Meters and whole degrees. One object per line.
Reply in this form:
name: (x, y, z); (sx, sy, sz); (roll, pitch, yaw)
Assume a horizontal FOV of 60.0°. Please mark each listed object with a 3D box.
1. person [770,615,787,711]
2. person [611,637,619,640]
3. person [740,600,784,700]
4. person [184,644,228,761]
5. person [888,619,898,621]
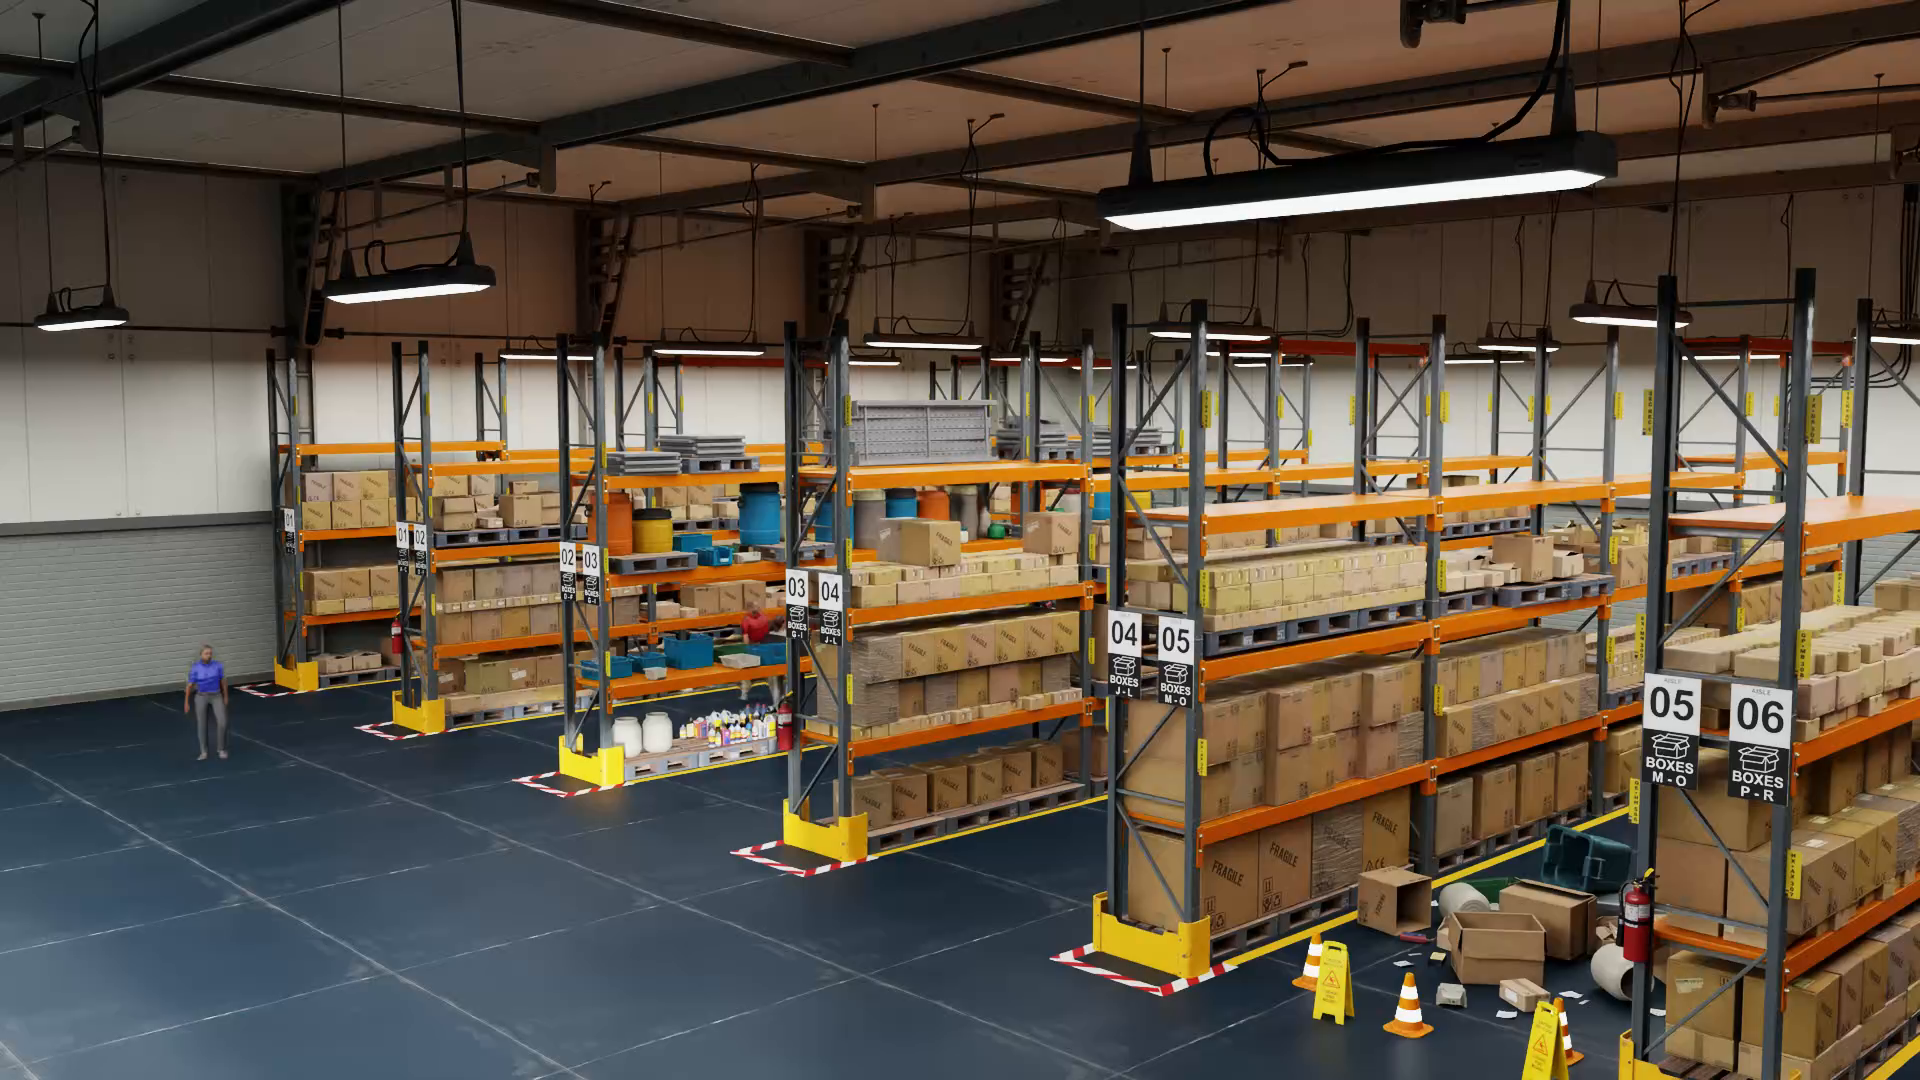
person: (-2.858, 2.043, 26.687); (0.505, 1.715, 0.646); (1, 5, 11)
person: (-6.578, 1.612, 31.536); (0.528, 1.707, 0.547); (-2, 5, -20)
person: (-3.350, 1.857, 28.023); (0.708, 1.728, 0.621); (-3, 6, -33)
person: (-10.733, 2.321, 23.685); (0.596, 1.693, 0.359); (-3, 6, -32)
person: (-1.189, 1.678, 29.981); (0.629, 1.726, 0.956); (4, 6, 37)
